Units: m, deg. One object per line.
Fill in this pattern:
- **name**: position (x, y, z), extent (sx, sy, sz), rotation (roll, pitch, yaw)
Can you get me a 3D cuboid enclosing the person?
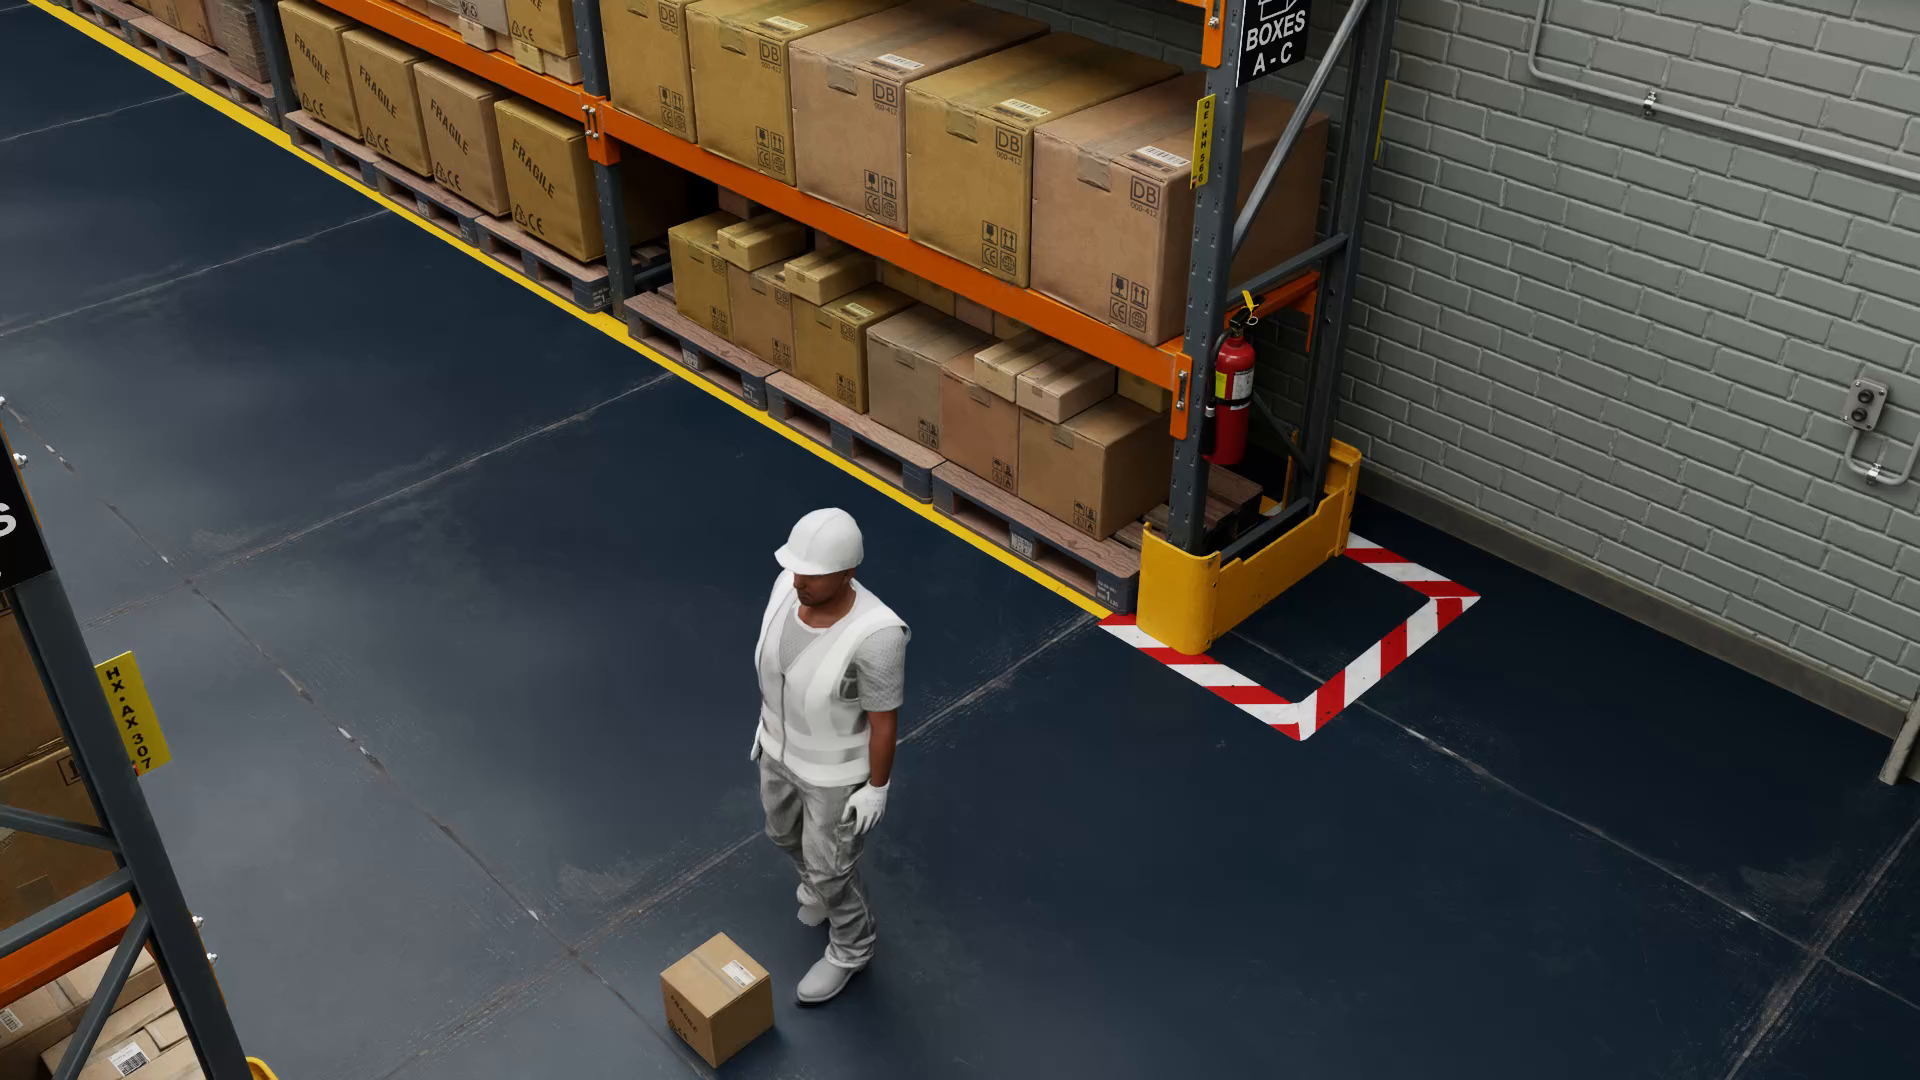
- **person**: position (-0.444, 0.701, 5.194), extent (0.450, 1.834, 0.554), rotation (-29, 44, -34)
